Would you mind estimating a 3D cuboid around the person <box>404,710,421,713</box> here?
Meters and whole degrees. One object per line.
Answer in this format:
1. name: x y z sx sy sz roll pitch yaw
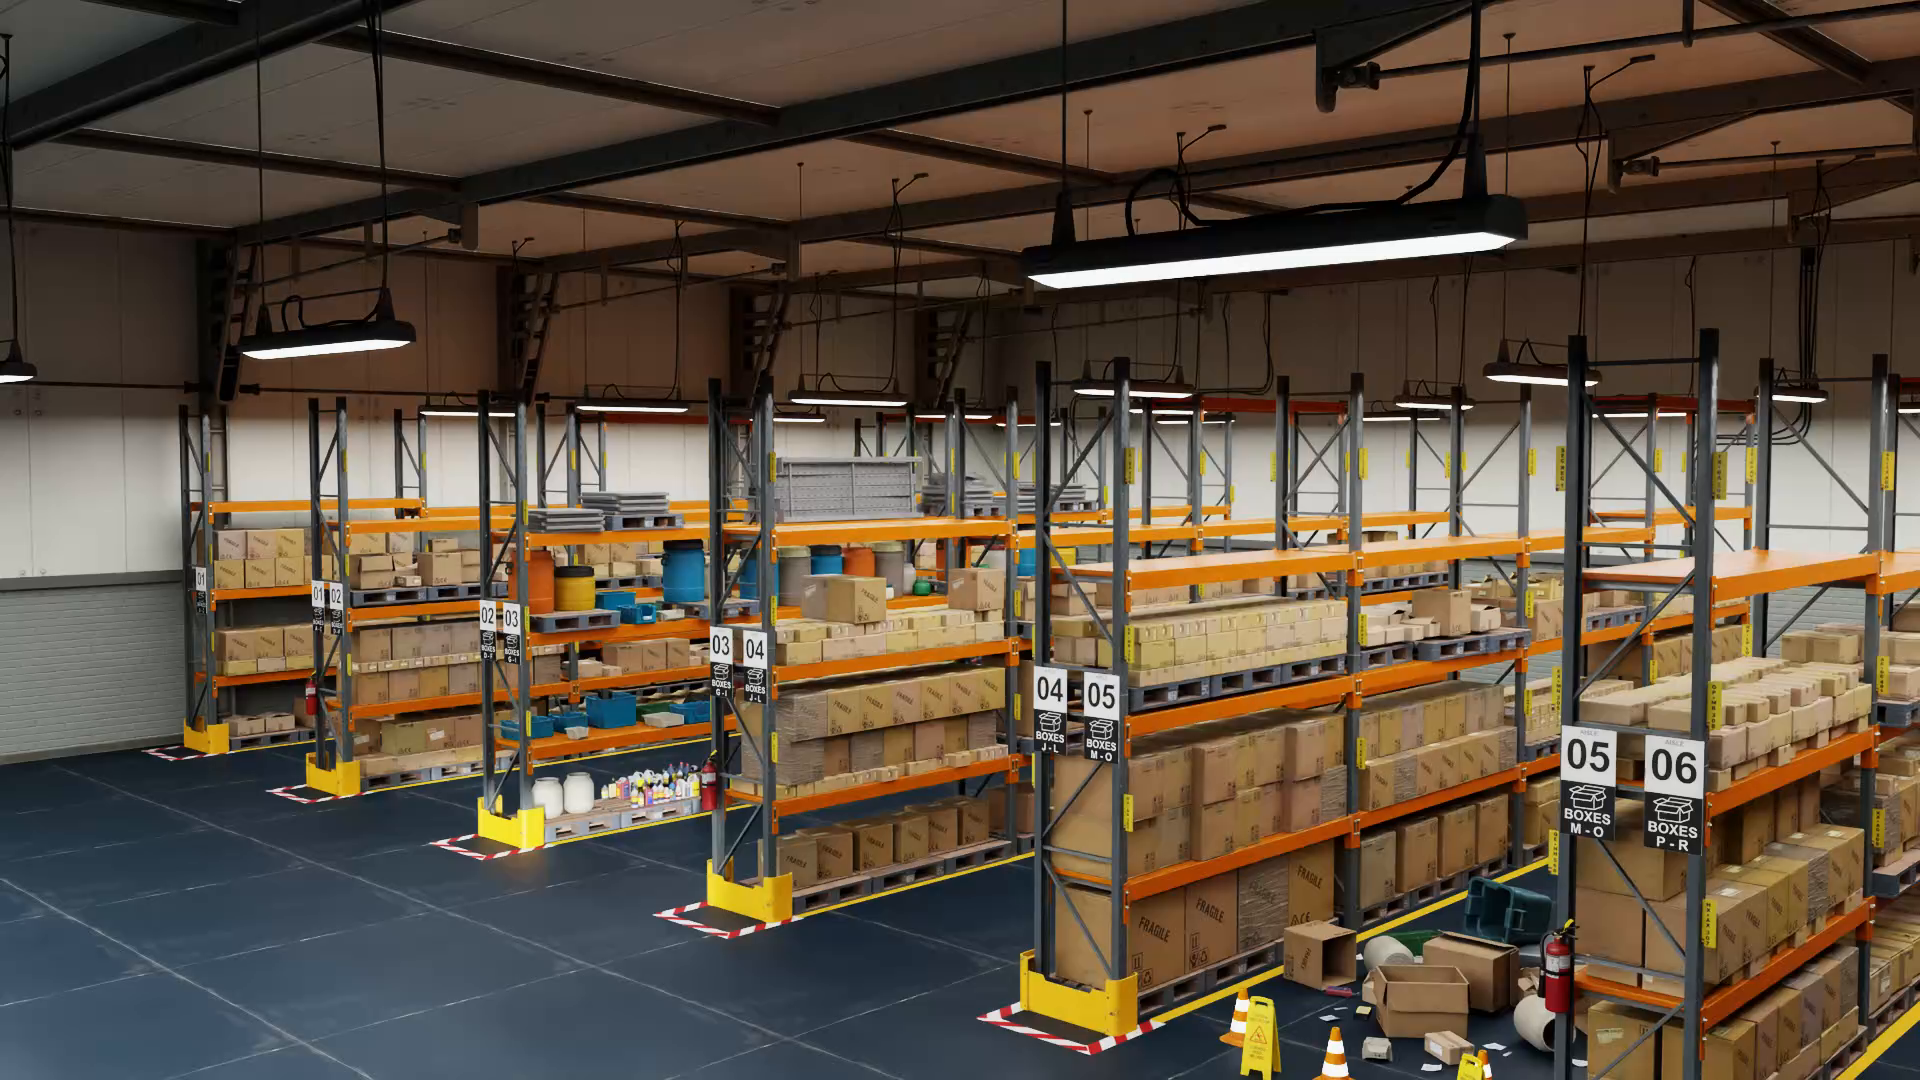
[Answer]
1. person: -9.419 2.890 28.643 0.326 1.661 0.482 3 4 44
